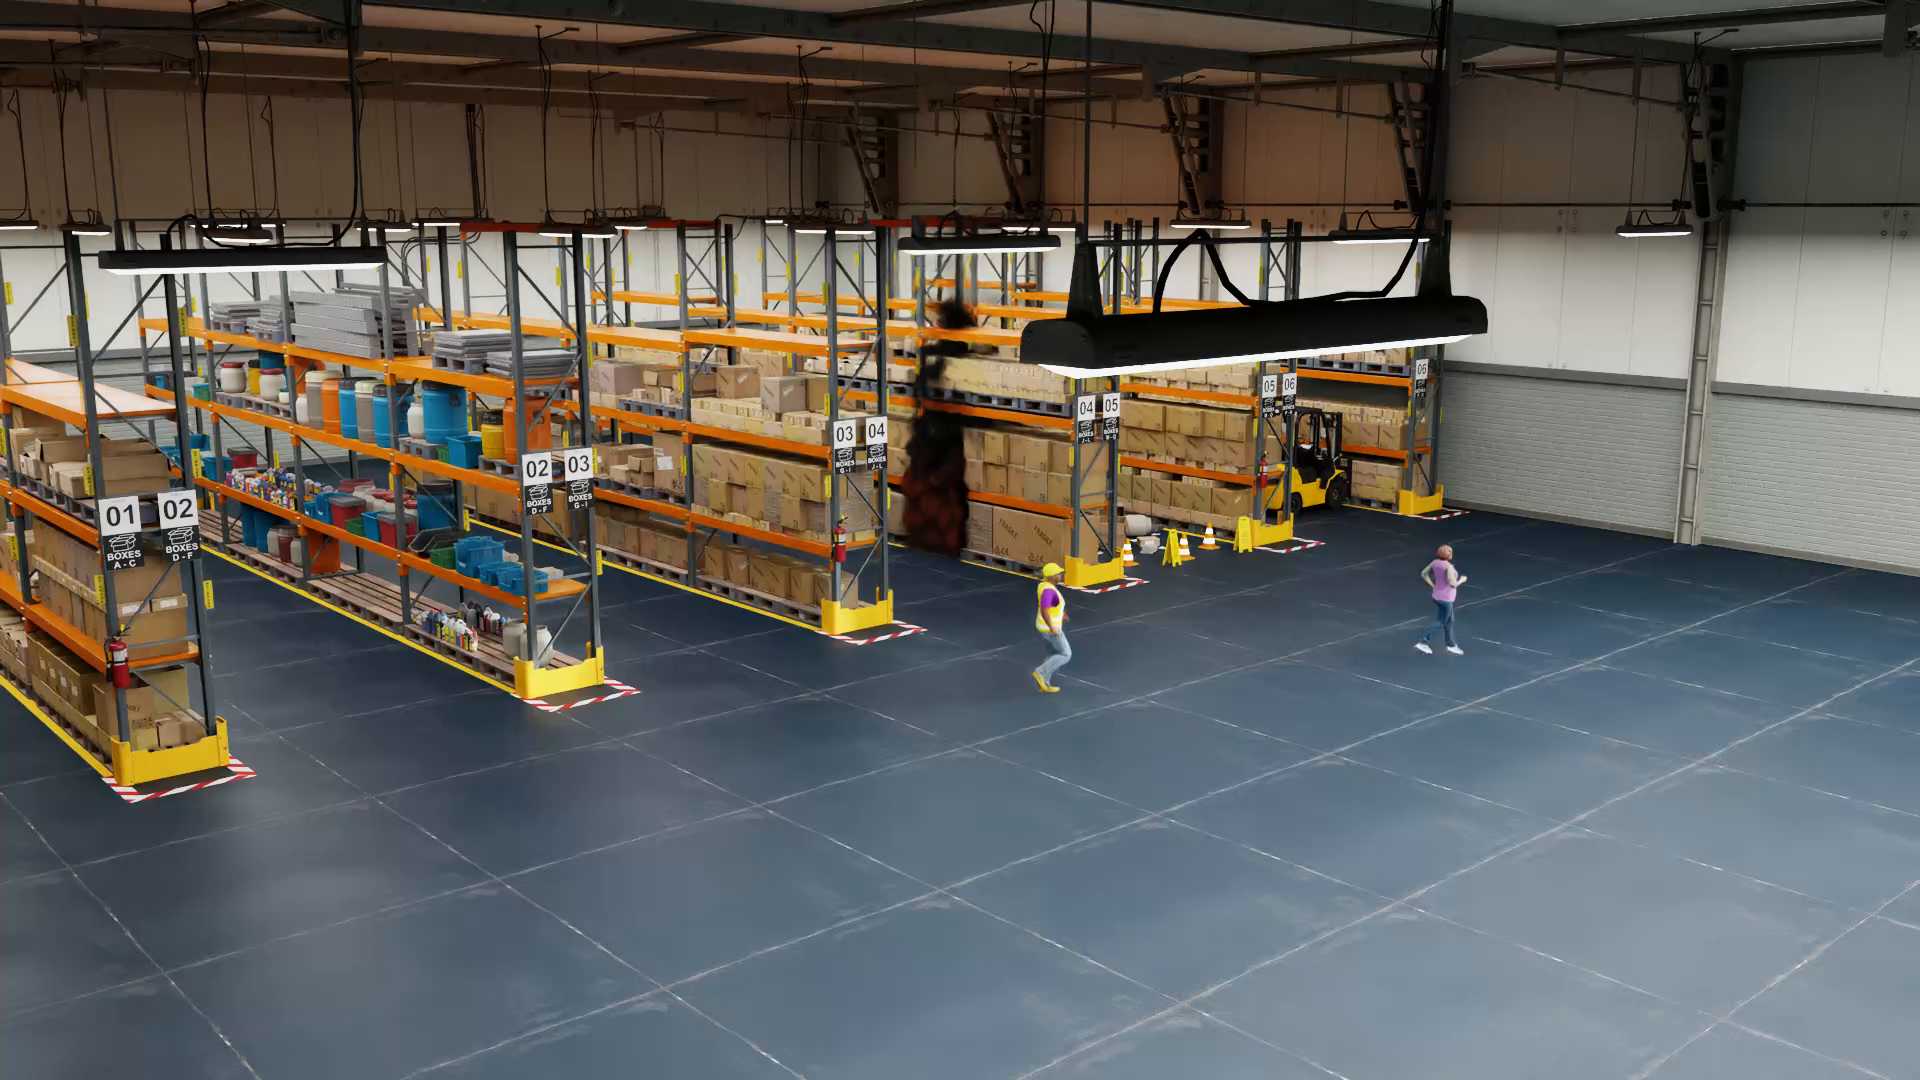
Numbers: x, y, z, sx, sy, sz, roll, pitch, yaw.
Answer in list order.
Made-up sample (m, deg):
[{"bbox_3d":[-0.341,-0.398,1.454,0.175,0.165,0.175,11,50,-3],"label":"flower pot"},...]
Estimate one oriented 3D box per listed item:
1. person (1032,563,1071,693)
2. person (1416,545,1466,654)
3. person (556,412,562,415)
[{"bbox_3d":[1.200,1.149,21.807,0.575,1.730,0.712,-2,12,-12],"label":"person"},{"bbox_3d":[6.808,0.858,23.456,0.799,1.612,0.532,-3,12,-13],"label":"person"},{"bbox_3d":[-9.299,-2.156,38.521,0.614,1.583,0.598,-4,12,-21],"label":"person"}]
